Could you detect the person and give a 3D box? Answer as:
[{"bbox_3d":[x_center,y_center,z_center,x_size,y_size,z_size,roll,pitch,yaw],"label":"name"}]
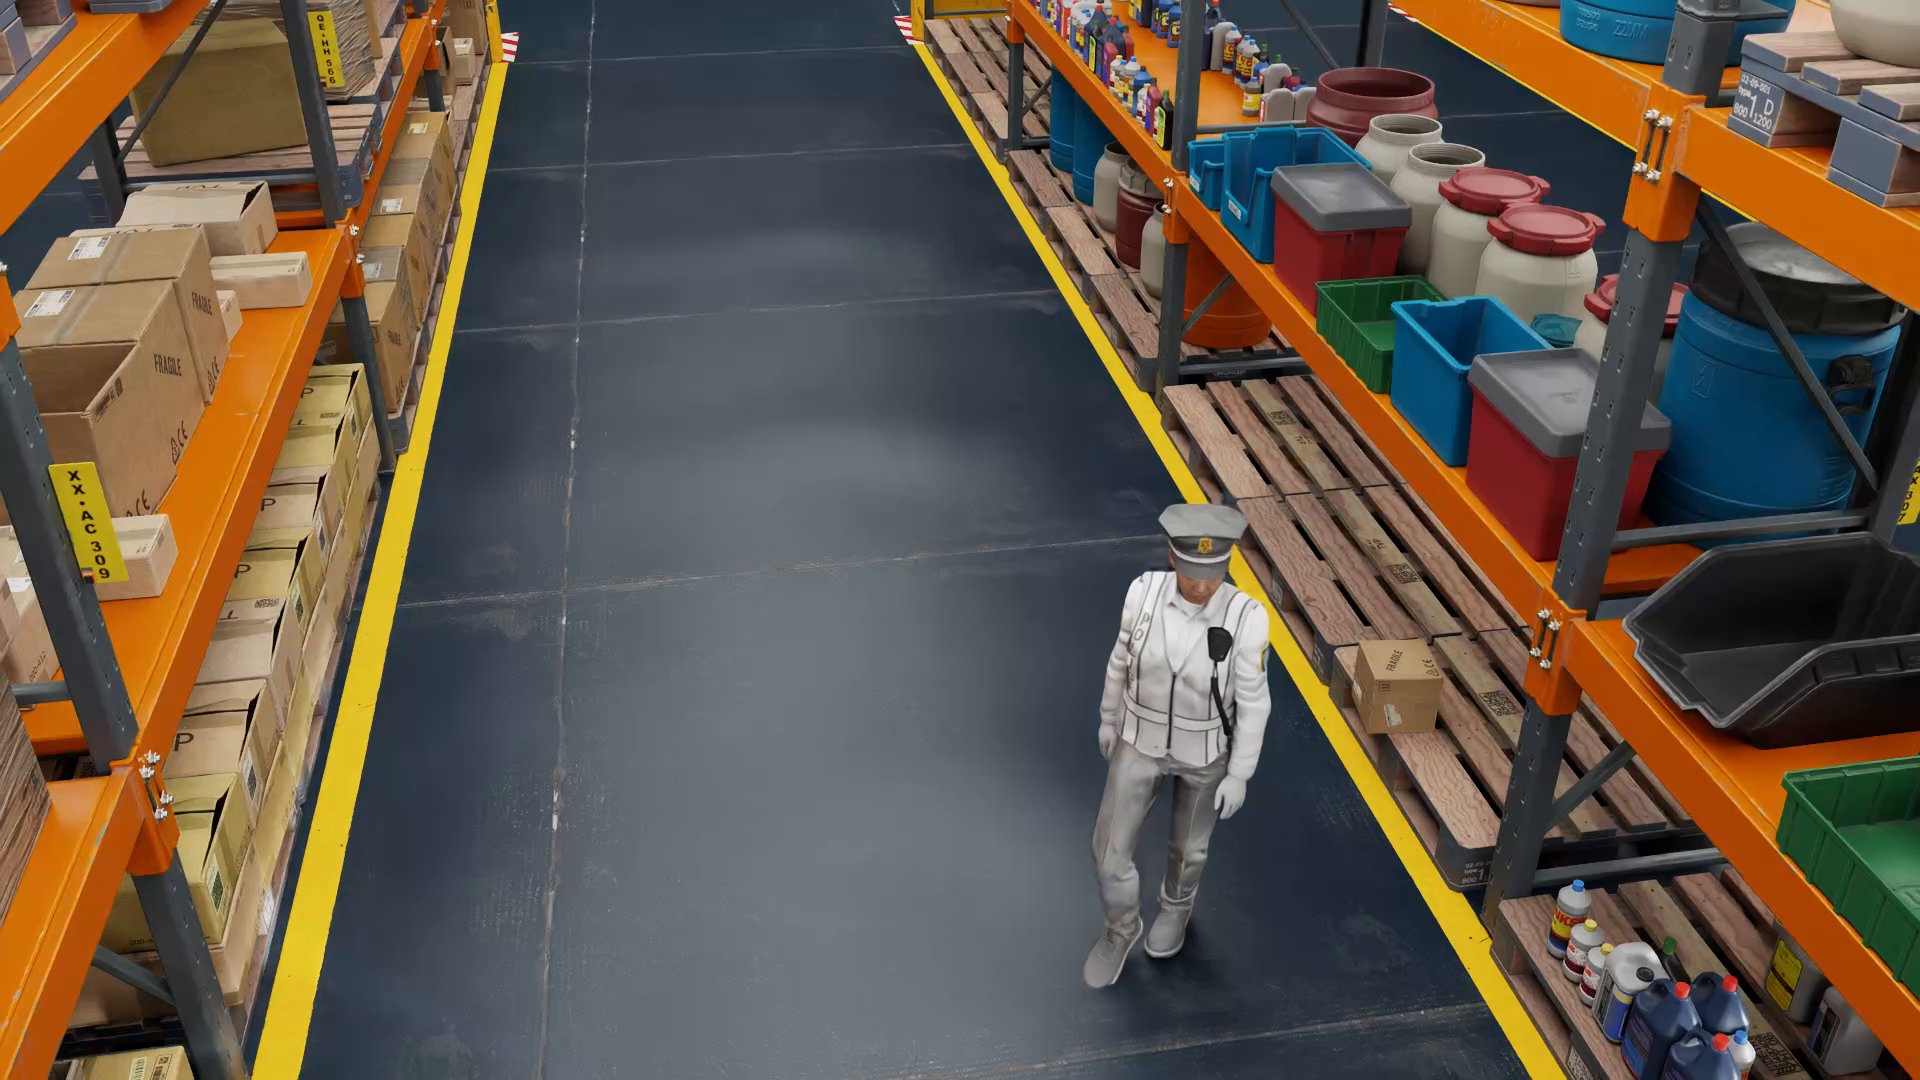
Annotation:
[{"bbox_3d":[0.651,0.665,5.028,0.527,1.717,0.487,10,32,16],"label":"person"}]
